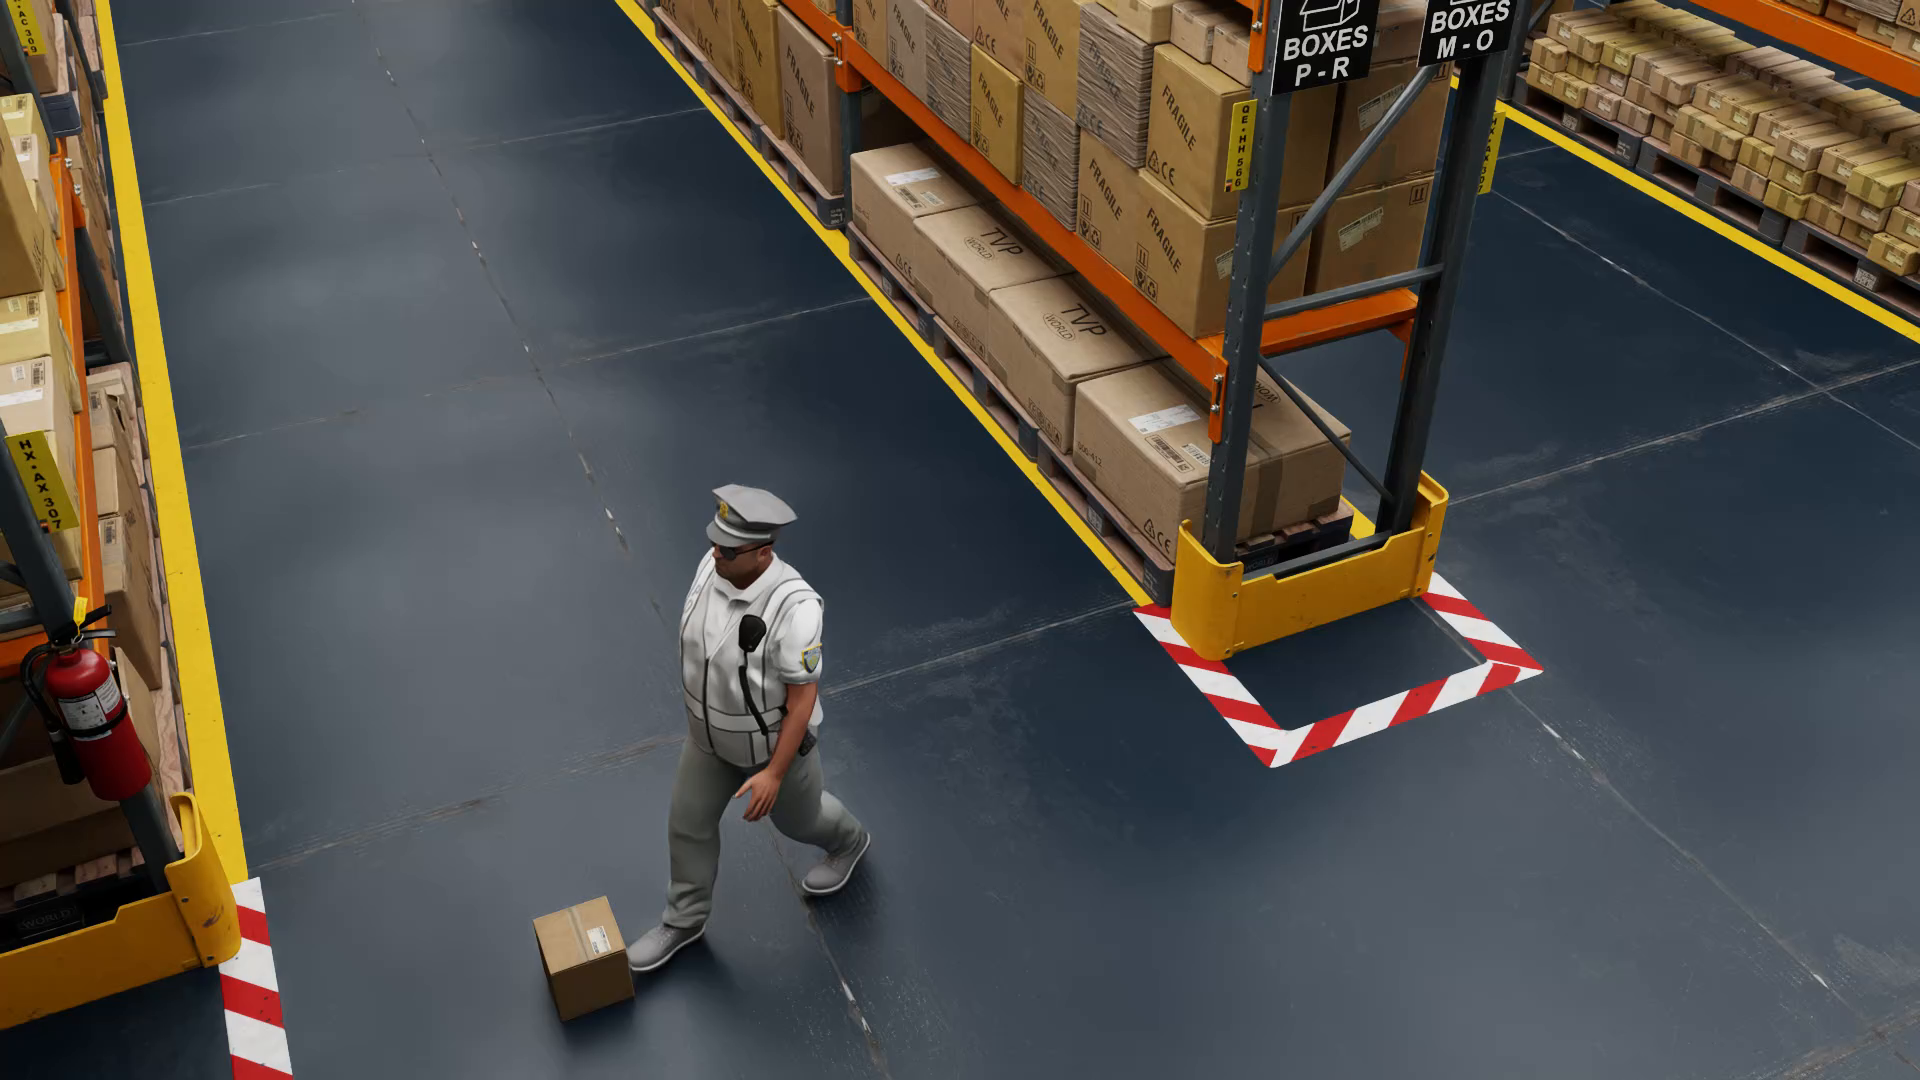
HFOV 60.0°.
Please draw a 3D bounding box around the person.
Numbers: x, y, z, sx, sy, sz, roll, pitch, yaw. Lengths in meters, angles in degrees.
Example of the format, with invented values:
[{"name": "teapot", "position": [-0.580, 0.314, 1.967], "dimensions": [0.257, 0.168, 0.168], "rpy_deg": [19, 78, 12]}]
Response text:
[{"name": "person", "position": [-0.705, 0.622, 5.298], "dimensions": [0.537, 1.728, 0.937], "rpy_deg": [23, 42, 27]}]
